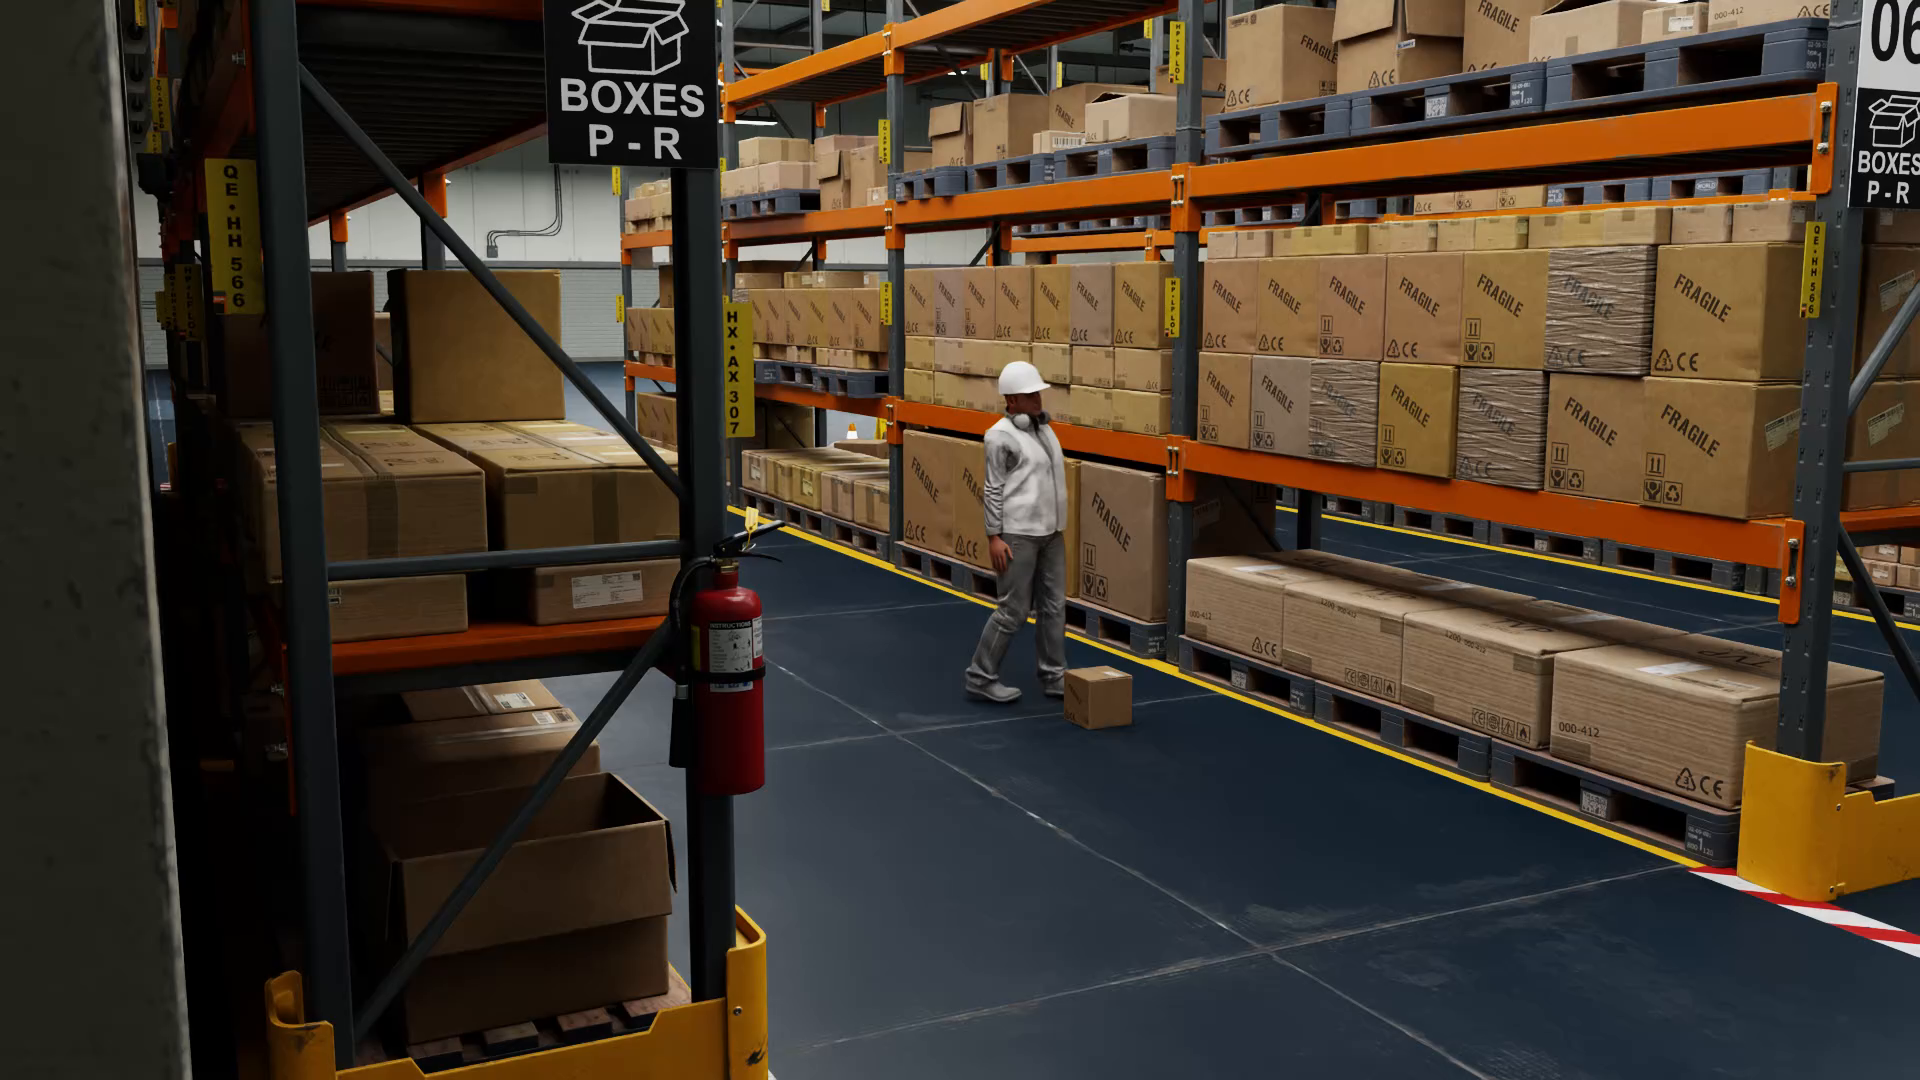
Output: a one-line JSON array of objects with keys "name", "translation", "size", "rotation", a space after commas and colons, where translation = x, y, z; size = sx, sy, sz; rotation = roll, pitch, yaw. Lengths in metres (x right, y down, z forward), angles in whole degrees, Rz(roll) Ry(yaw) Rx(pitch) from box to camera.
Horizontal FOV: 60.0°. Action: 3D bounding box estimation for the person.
[{"name": "person", "translation": [0.375, -0.038, 8.626], "size": [0.589, 1.772, 0.554], "rotation": [6, 10, 36]}]
